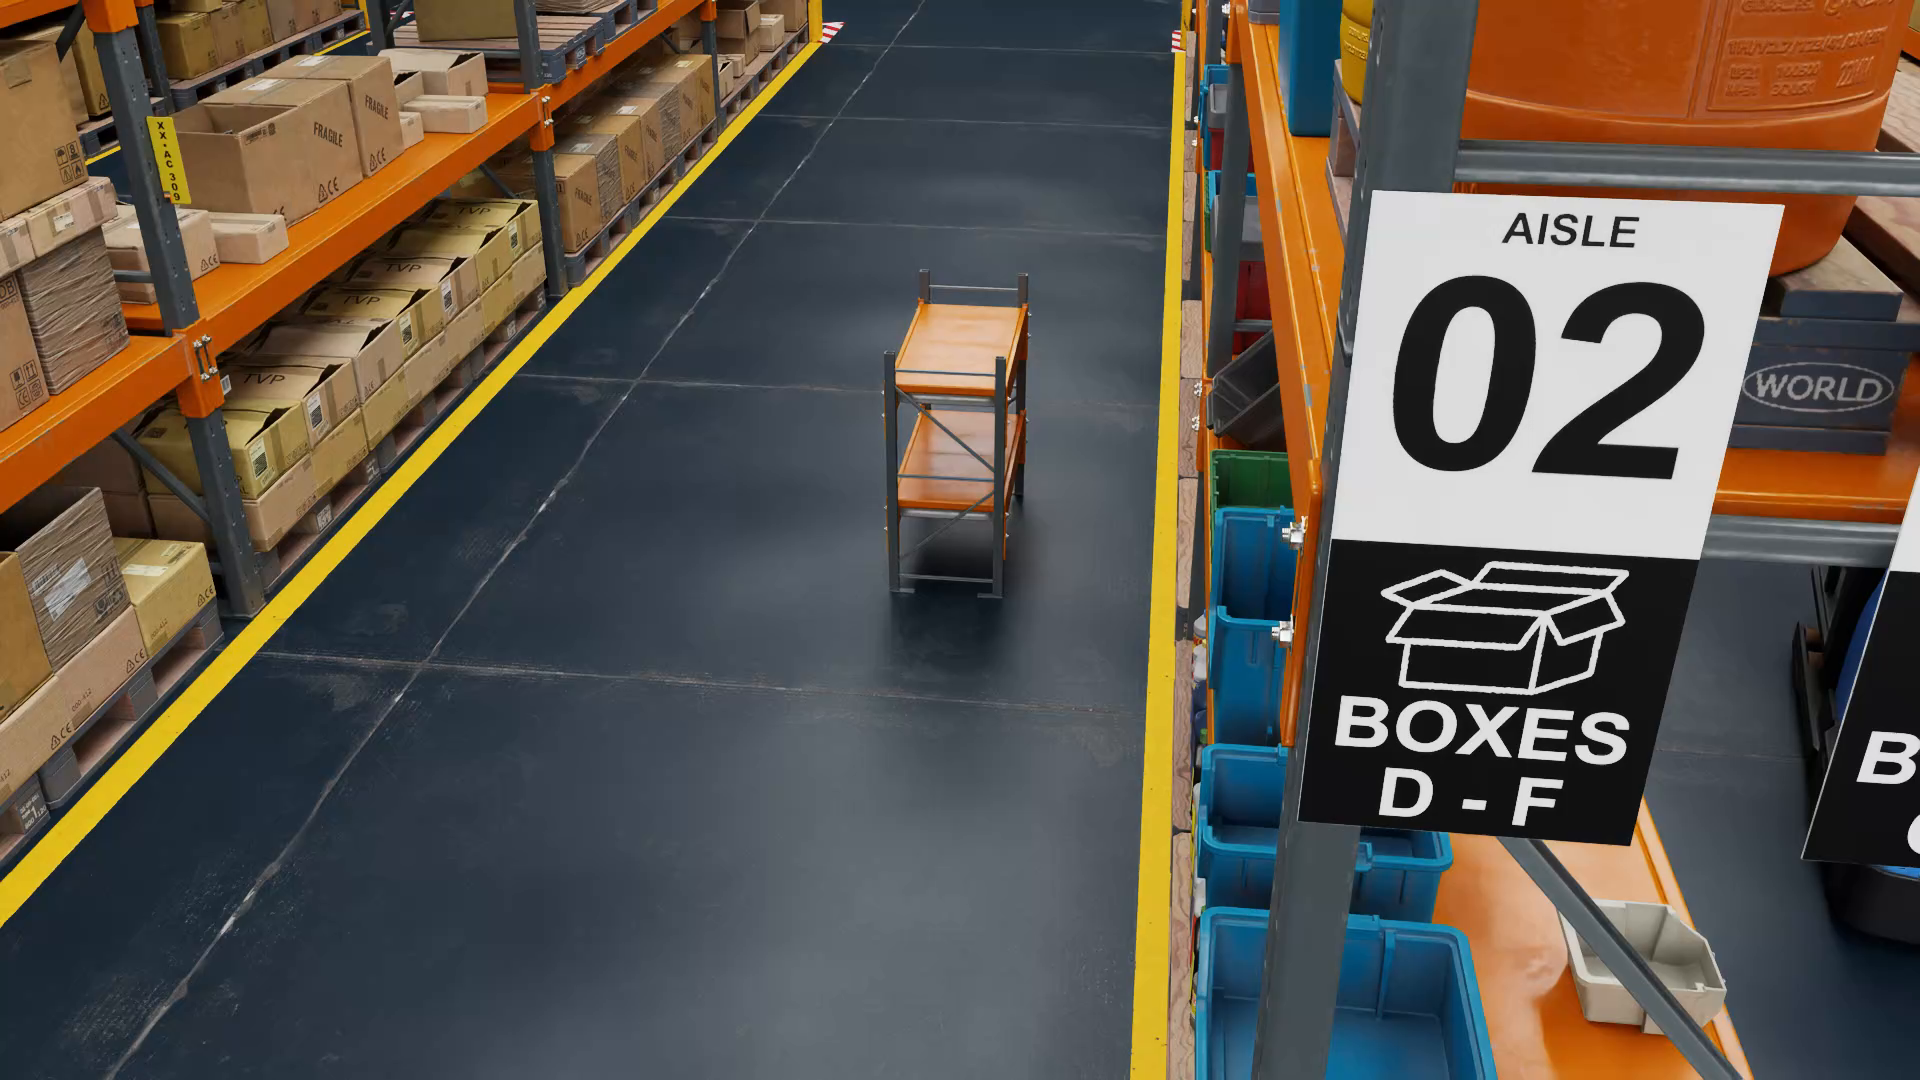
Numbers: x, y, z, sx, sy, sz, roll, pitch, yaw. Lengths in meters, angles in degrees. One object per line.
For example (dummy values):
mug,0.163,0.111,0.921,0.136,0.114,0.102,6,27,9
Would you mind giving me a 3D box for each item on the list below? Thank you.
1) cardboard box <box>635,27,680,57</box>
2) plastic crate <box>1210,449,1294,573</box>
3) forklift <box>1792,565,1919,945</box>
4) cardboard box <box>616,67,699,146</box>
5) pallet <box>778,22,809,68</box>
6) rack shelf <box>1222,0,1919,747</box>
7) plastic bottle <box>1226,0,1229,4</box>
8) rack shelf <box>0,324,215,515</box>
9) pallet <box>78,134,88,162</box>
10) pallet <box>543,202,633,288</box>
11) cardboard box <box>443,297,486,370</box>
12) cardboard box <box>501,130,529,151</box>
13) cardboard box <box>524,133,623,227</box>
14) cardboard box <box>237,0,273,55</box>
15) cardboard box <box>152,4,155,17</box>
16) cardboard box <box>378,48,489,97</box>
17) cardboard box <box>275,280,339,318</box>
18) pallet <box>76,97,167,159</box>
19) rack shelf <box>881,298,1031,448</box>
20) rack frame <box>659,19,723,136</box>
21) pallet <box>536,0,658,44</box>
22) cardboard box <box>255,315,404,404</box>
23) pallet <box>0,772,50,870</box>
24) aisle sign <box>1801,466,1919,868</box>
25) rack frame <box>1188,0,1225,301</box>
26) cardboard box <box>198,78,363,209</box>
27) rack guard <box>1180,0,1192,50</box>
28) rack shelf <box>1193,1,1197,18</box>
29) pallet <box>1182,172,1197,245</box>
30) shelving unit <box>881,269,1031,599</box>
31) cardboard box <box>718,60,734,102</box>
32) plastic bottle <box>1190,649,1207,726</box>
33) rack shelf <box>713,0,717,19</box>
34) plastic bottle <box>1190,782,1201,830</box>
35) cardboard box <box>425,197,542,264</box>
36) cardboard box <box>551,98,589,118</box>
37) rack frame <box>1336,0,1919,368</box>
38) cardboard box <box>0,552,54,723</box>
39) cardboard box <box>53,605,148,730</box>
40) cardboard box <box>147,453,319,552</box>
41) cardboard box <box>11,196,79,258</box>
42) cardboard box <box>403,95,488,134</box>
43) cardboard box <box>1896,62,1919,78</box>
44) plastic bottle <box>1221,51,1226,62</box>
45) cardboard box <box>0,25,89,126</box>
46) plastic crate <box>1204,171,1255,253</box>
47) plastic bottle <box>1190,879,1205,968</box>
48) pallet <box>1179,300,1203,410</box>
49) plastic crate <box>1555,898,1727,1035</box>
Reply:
cardboard box,-2.745,-4.180,14.517,0.500,0.500,0.500,3,28,6
plastic crate,0.956,-0.030,4.867,0.450,0.188,0.662,3,28,6
forklift,3.830,-0.574,5.725,1.130,2.935,3.031,10,30,18
cardboard box,-2.378,-3.414,13.095,0.500,0.500,0.500,3,29,6
pallet,-2.149,-5.046,16.893,1.003,0.211,1.213,3,28,6
rack shelf,1.157,-0.809,3.684,1.077,0.370,4.000,3,28,6
plastic bottle,1.759,-3.583,11.290,0.144,0.351,0.185,3,28,6
rack shelf,-3.758,0.222,4.933,1.077,0.370,4.000,3,28,6
pallet,-7.616,-2.917,12.941,1.003,0.211,1.213,3,28,6
pallet,-2.894,-2.040,11.315,1.003,0.211,1.213,3,28,6
cardboard box,-2.970,-1.152,9.182,0.500,0.250,0.500,4,29,7
cardboard box,-3.139,-2.823,11.208,0.500,0.250,0.500,4,29,8
cardboard box,-2.625,-2.456,11.319,0.500,0.500,0.500,2,28,4
cardboard box,-7.126,-4.996,16.054,0.700,0.500,0.500,4,29,7
cardboard box,-7.471,-4.747,14.908,0.380,0.149,0.250,3,28,6
cardboard box,-3.111,-2.711,9.713,0.500,0.311,0.500,5,29,9
cardboard box,-3.562,-1.181,8.644,0.500,0.311,0.500,3,28,6
pallet,-7.469,-3.493,14.010,1.003,0.211,1.213,3,28,6
rack shelf,0.001,-0.756,7.350,0.538,0.278,1.000,3,28,6
rack frame,-2.533,-4.802,13.500,1.000,3.000,0.127,3,28,6
pallet,-2.789,-3.750,11.750,1.003,0.211,1.213,3,28,6
cardboard box,-3.087,-0.916,8.153,0.500,0.311,0.500,2,28,5
pallet,-3.799,1.139,5.412,1.003,0.211,1.213,3,28,6
aisle sign,1.194,0.043,1.767,0.394,0.787,0.004,3,28,6
rack frame,1.893,-2.629,9.468,1.000,3.000,0.127,3,28,6
cardboard box,-3.277,-1.924,8.054,0.500,0.500,0.500,3,28,6
rack guard,2.863,-5.306,17.073,1.175,0.500,0.348,3,28,6
rack shelf,2.628,-5.137,14.881,1.077,0.370,4.000,3,28,6
pallet,2.100,-2.348,11.885,1.003,0.211,1.213,3,28,6
shelving unit,0.001,-0.498,7.489,0.538,1.125,1.048,3,28,6
cardboard box,-2.267,-3.997,14.377,0.500,0.311,0.500,3,28,6
plastic bottle,0.916,0.537,5.998,0.152,0.276,0.135,4,29,8
rack shelf,-2.288,-5.426,15.418,1.077,0.370,4.000,3,28,6
plastic bottle,0.811,0.869,5.462,0.097,0.201,0.097,0,28,0
cardboard box,-2.843,-1.879,9.940,0.500,0.311,0.500,4,29,8
cardboard box,-3.020,-2.957,12.247,0.500,0.500,0.500,2,28,4
rack frame,0.912,-1.505,1.055,1.000,3.000,0.127,3,28,6
cardboard box,-3.483,0.361,5.583,0.500,0.500,0.500,3,28,6
cardboard box,-3.424,0.456,6.198,0.500,0.250,0.500,3,28,6
cardboard box,-3.218,-0.186,7.388,0.500,0.250,0.500,3,28,5
cardboard box,-3.366,-1.109,5.856,0.380,0.149,0.250,3,28,5
cardboard box,-2.859,-2.369,9.249,0.380,0.149,0.250,3,28,6
cardboard box,7.131,-2.751,11.490,1.225,0.875,0.875,2,28,4
plastic bottle,1.579,-2.919,10.215,0.097,0.201,0.097,0,28,0
cardboard box,-7.506,-3.594,13.083,0.750,0.750,0.750,4,29,8
plastic crate,1.336,-1.489,7.575,0.450,0.188,0.662,3,28,6
plastic bottle,0.760,1.135,4.888,0.152,0.276,0.135,4,29,7
pallet,1.759,-1.039,9.456,1.003,0.211,1.213,3,28,6
plastic crate,1.341,0.850,3.287,0.298,0.136,0.250,3,28,6
